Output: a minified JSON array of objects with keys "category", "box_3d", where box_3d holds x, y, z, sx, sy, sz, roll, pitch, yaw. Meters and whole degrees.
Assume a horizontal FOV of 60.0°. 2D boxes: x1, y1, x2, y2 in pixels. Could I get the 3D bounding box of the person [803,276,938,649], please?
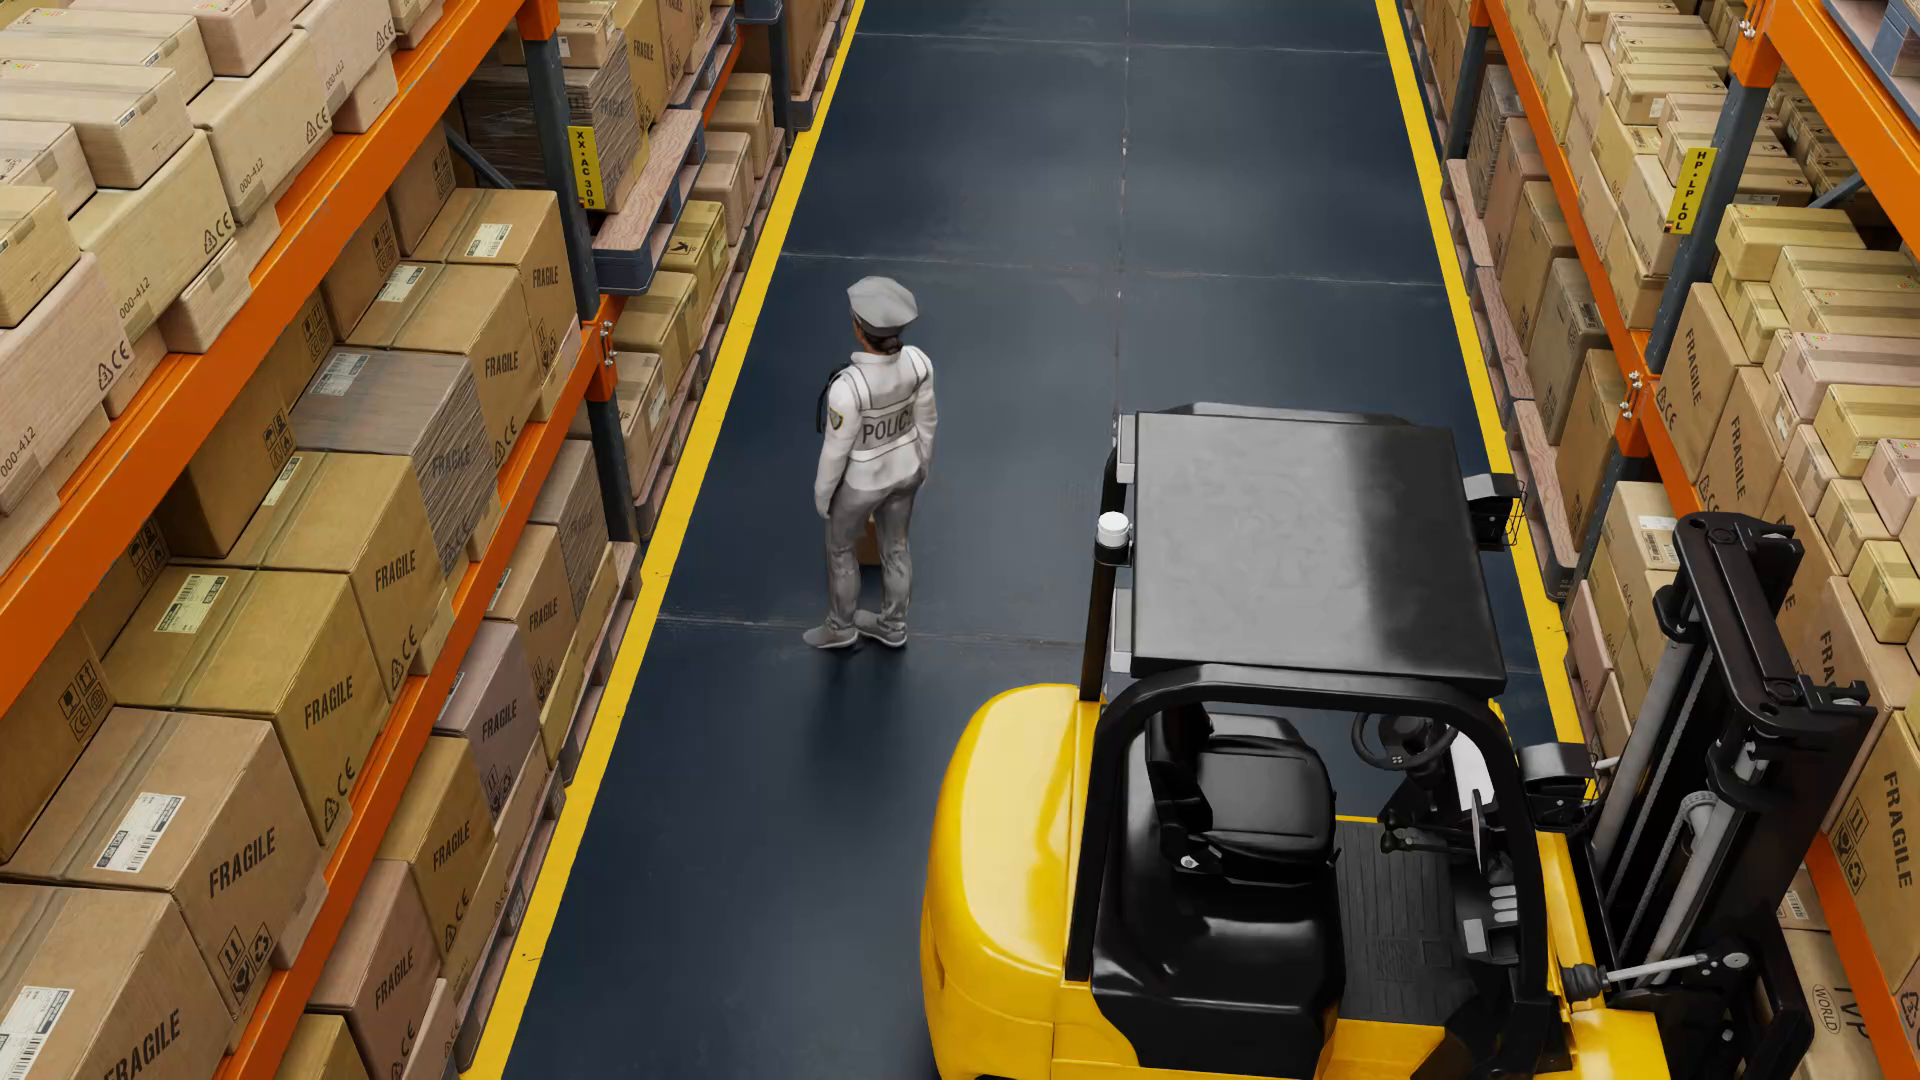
[{"category":"person","box_3d":[-0.361,-0.238,6.457,0.539,1.737,0.402,-27,47,-28]}]
